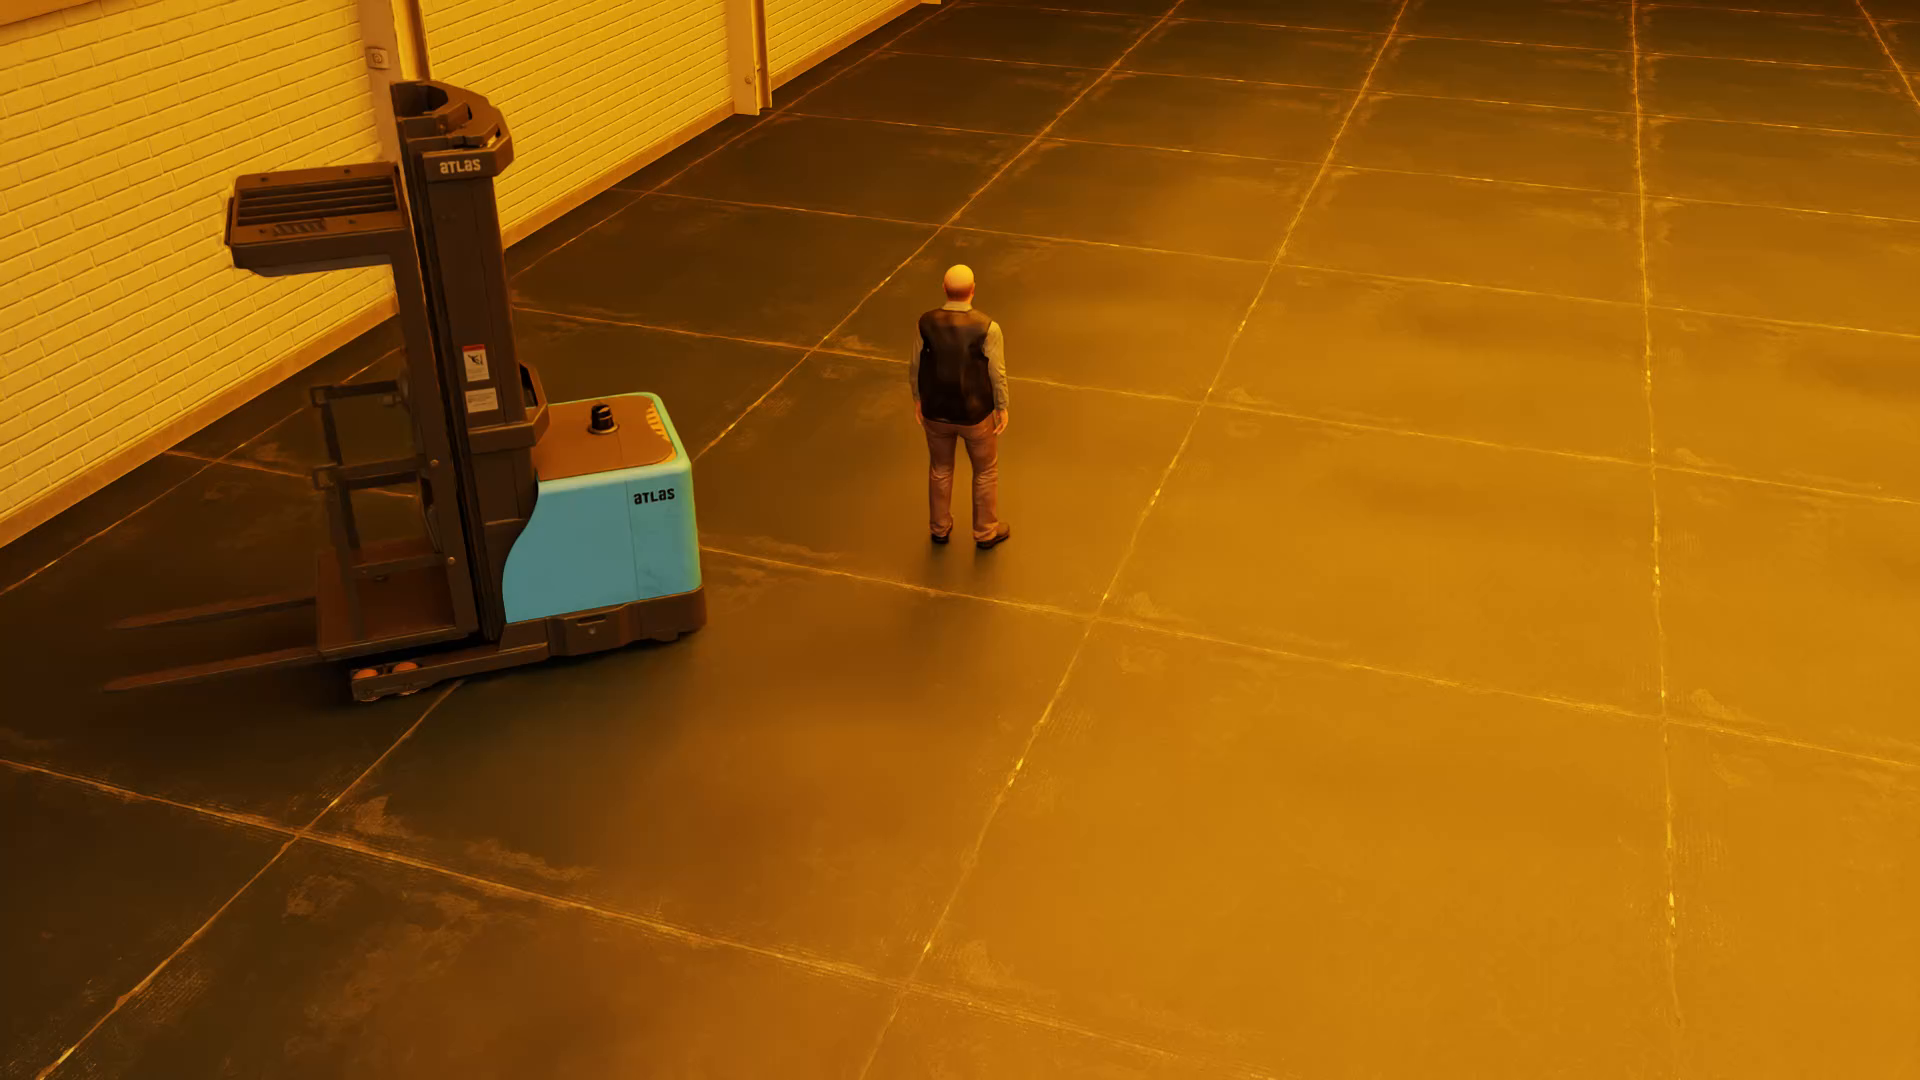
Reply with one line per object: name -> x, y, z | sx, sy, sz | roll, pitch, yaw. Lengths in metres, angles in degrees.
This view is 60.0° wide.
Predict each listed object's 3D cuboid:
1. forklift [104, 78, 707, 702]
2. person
forklift -> -2.968, -0.729, 8.416 | 3.031, 2.935, 1.130 | -10, 31, -17
person -> -0.007, -0.750, 9.676 | 0.580, 1.720, 0.422 | 9, 31, 15
